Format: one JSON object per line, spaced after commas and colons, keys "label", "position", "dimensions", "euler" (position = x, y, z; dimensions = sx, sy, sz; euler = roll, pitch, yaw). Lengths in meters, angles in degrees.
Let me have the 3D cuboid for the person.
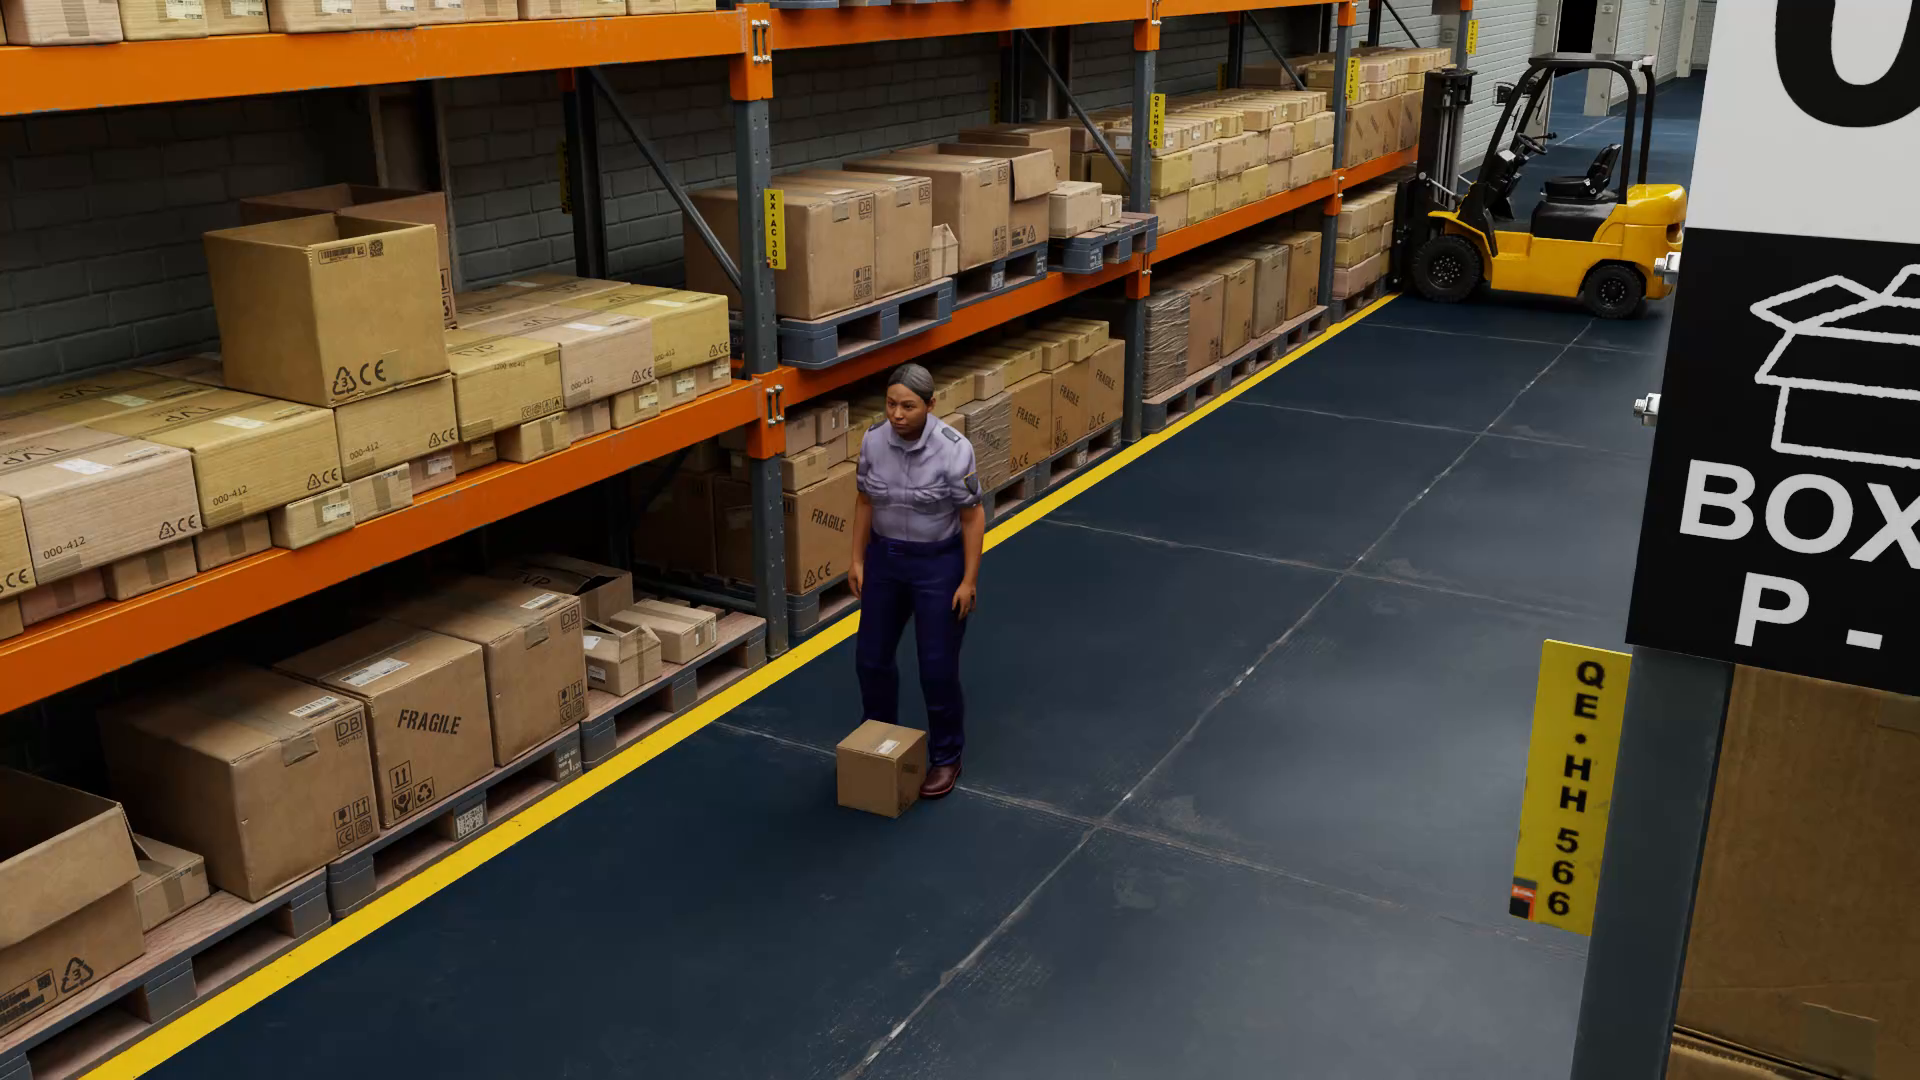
{"label": "person", "position": [-0.188, 0.134, 6.205], "dimensions": [0.561, 1.651, 0.333], "euler": [9, 22, 24]}
